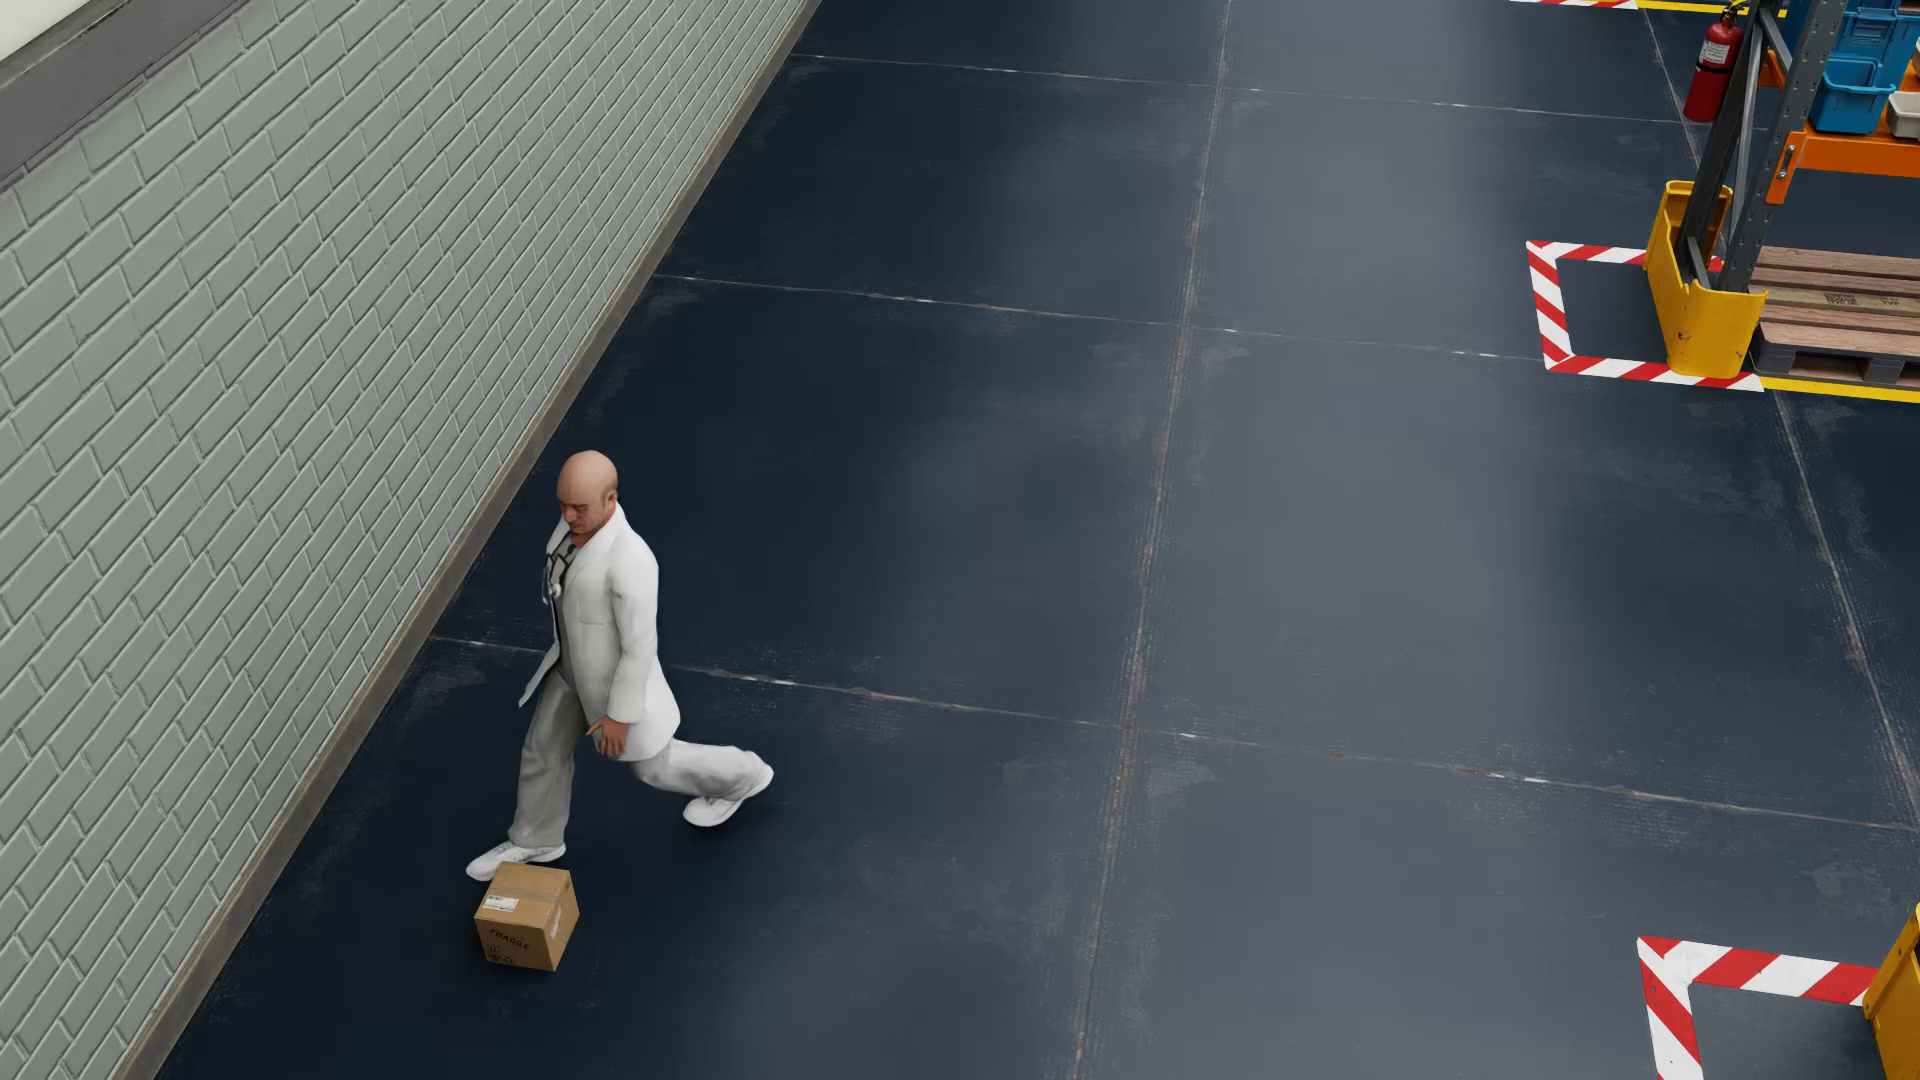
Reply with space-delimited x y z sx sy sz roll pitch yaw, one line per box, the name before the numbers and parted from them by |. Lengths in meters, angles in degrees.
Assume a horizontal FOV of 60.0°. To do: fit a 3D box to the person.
person | -1.250 0.456 5.658 1.120 1.720 0.613 -26 46 -28
